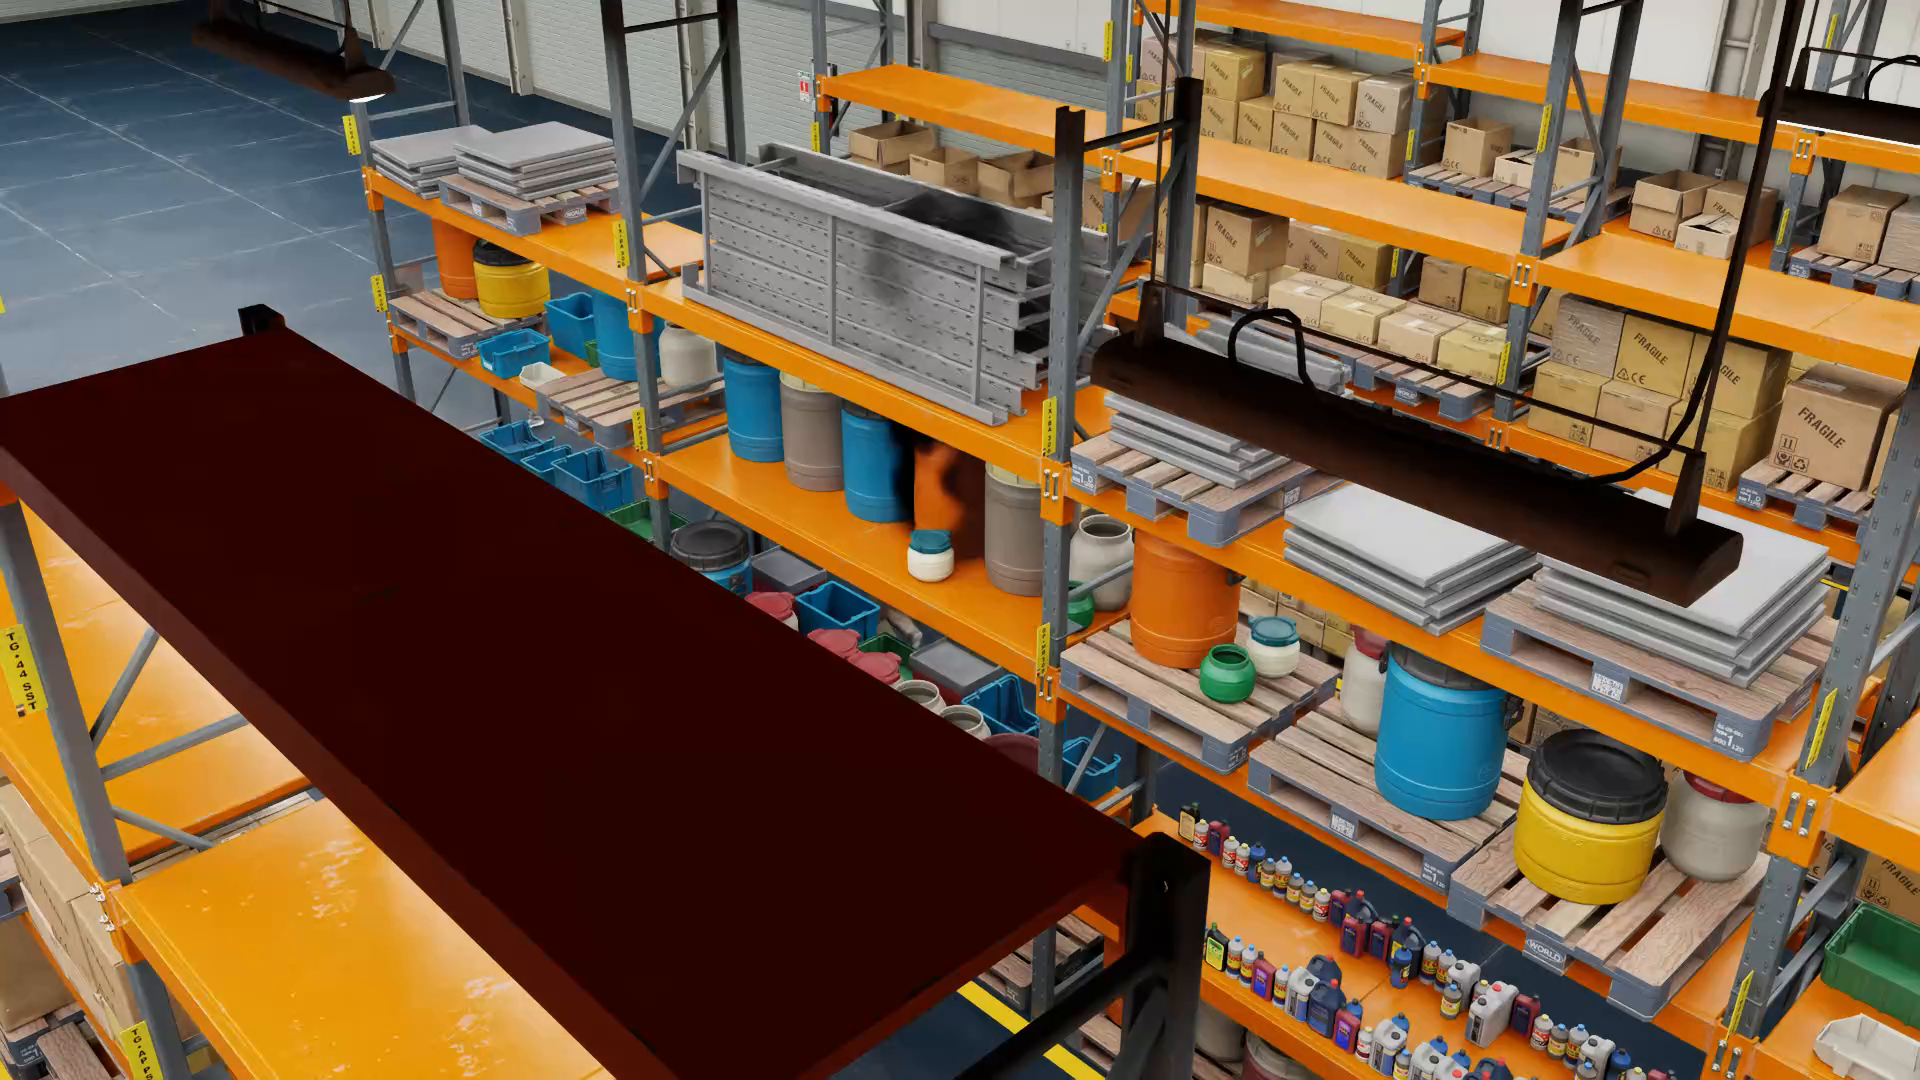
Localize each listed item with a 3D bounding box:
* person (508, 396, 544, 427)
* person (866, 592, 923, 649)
[{"bbox_3d":[-5.086,-1.988,18.954,0.610,1.549,0.579,-11,30,-20],"label":"person"},{"bbox_3d":[-0.647,0.343,14.443,0.593,1.685,0.665,23,36,36],"label":"person"}]
